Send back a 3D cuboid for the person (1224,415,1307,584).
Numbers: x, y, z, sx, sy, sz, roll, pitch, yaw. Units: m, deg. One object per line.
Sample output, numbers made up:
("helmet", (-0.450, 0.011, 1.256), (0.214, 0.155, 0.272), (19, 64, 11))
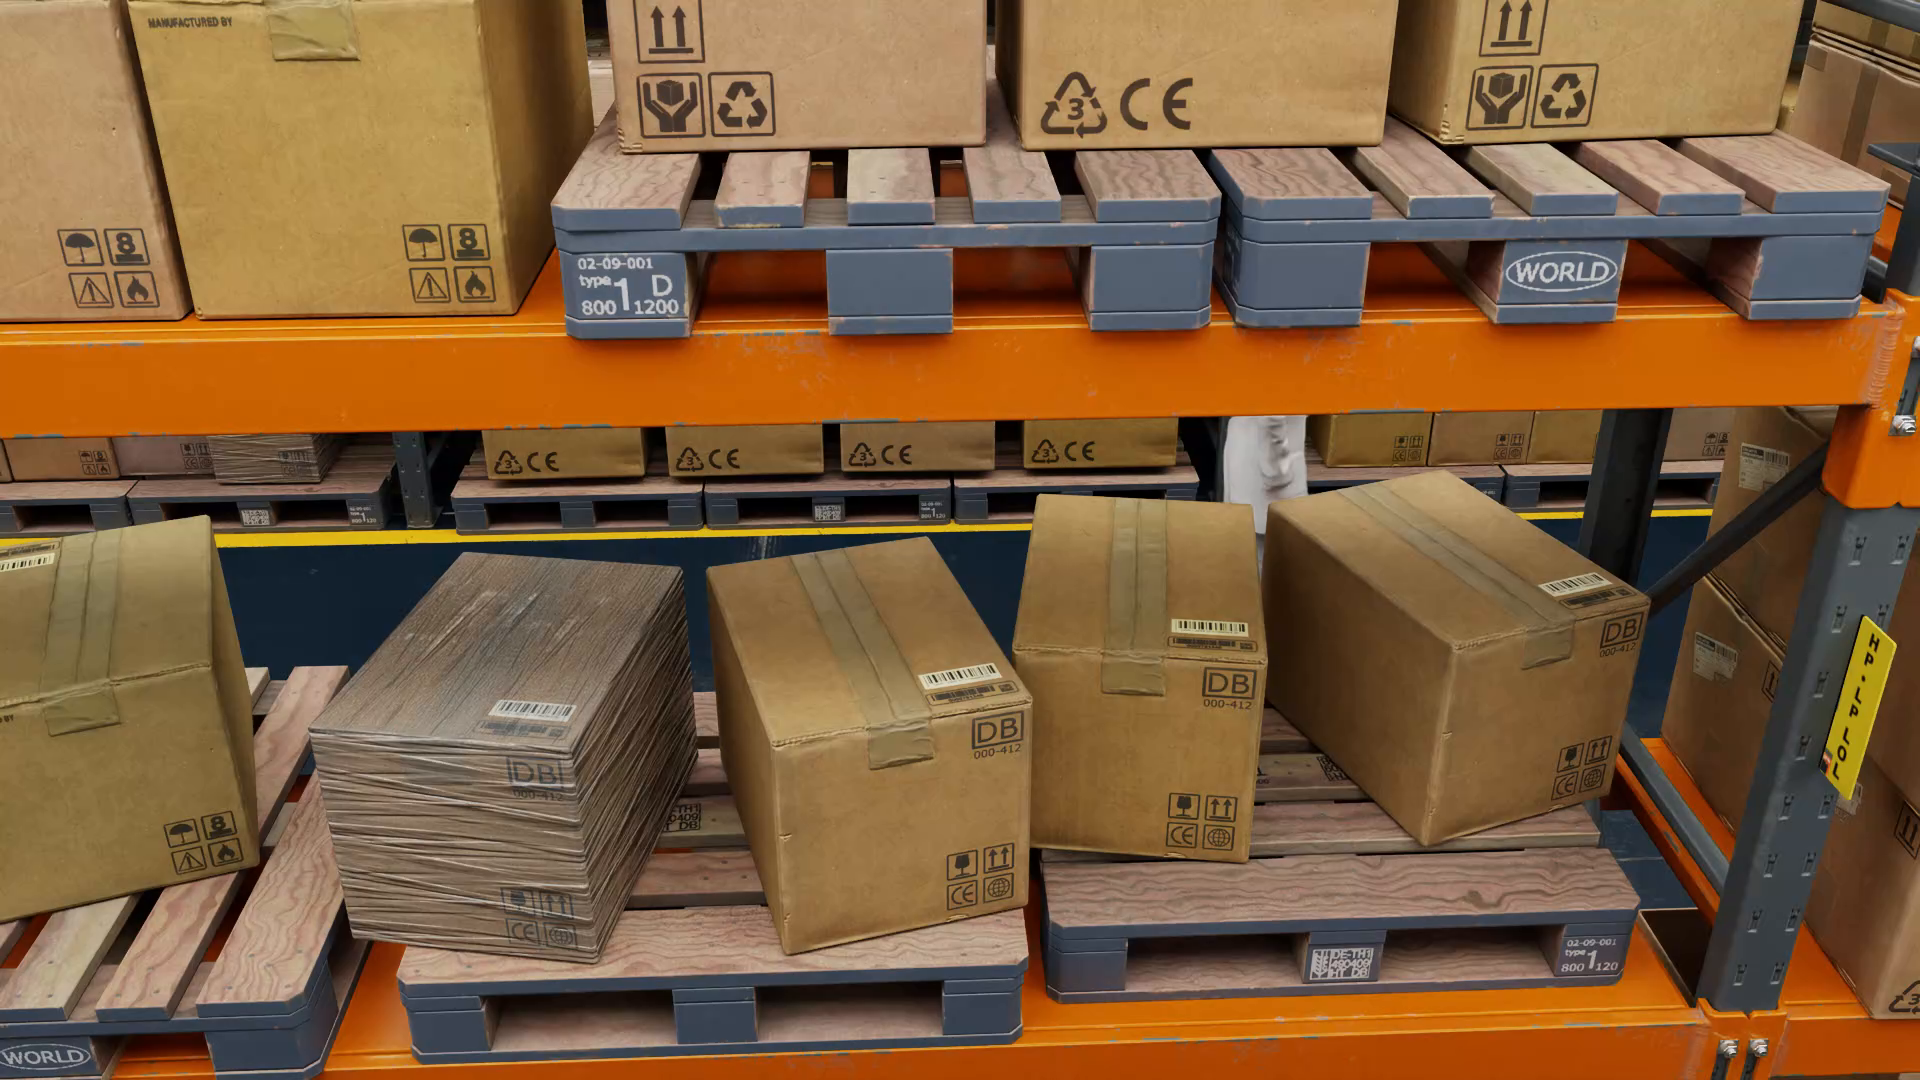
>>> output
("person", (1.251, -0.320, 6.772), (0.380, 1.774, 0.563), (-1, 27, -2))
